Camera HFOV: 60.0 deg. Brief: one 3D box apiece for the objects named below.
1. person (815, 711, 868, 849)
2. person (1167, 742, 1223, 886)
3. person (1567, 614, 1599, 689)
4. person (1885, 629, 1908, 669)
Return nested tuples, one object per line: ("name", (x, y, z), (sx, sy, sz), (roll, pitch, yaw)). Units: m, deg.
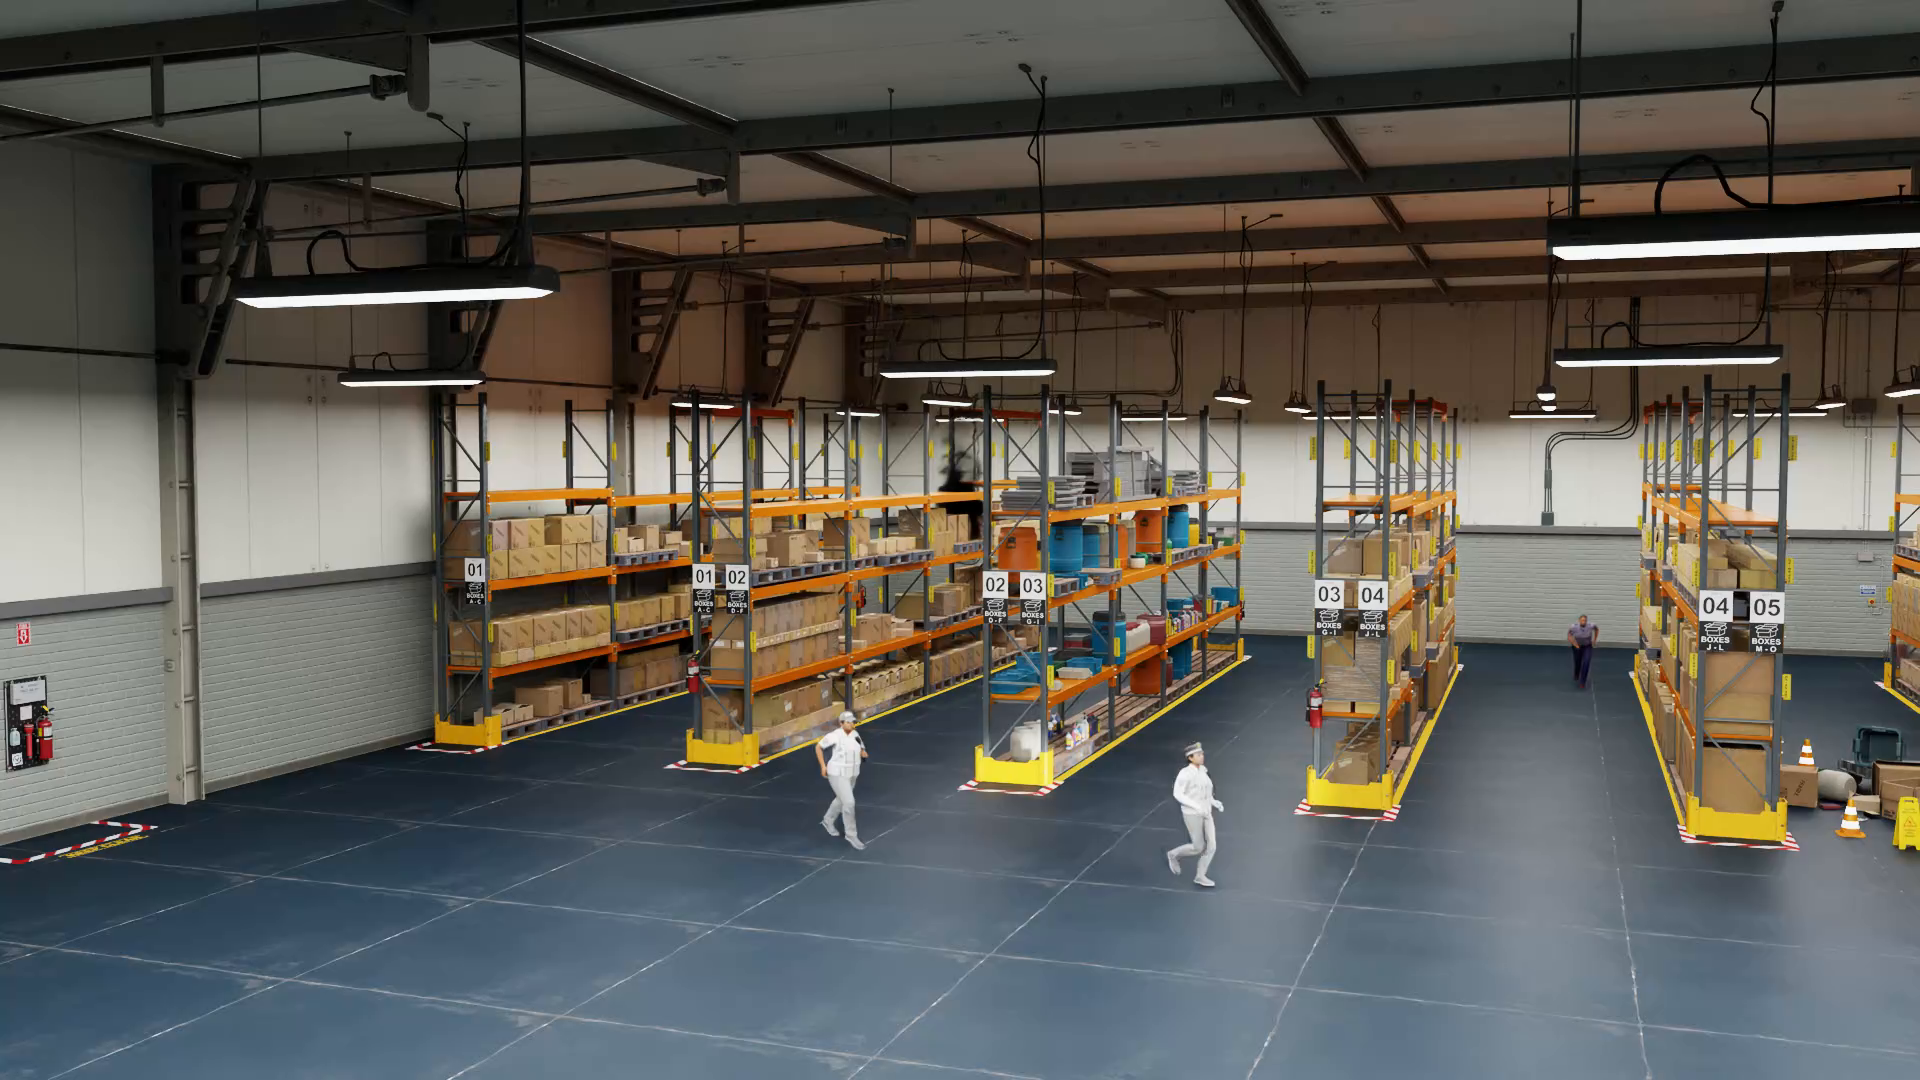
("person", (-1.487, 3.031, 21.216), (0.820, 1.711, 0.580), (3, 4, 39))
("person", (2.712, 3.152, 19.243), (0.617, 1.643, 0.596), (-3, 4, -44))
("person", (13.250, 2.355, 35.433), (0.641, 1.611, 0.976), (1, 3, 13))
("person", (20.626, 2.267, 36.394), (0.657, 1.653, 0.706), (1, 3, 26))
